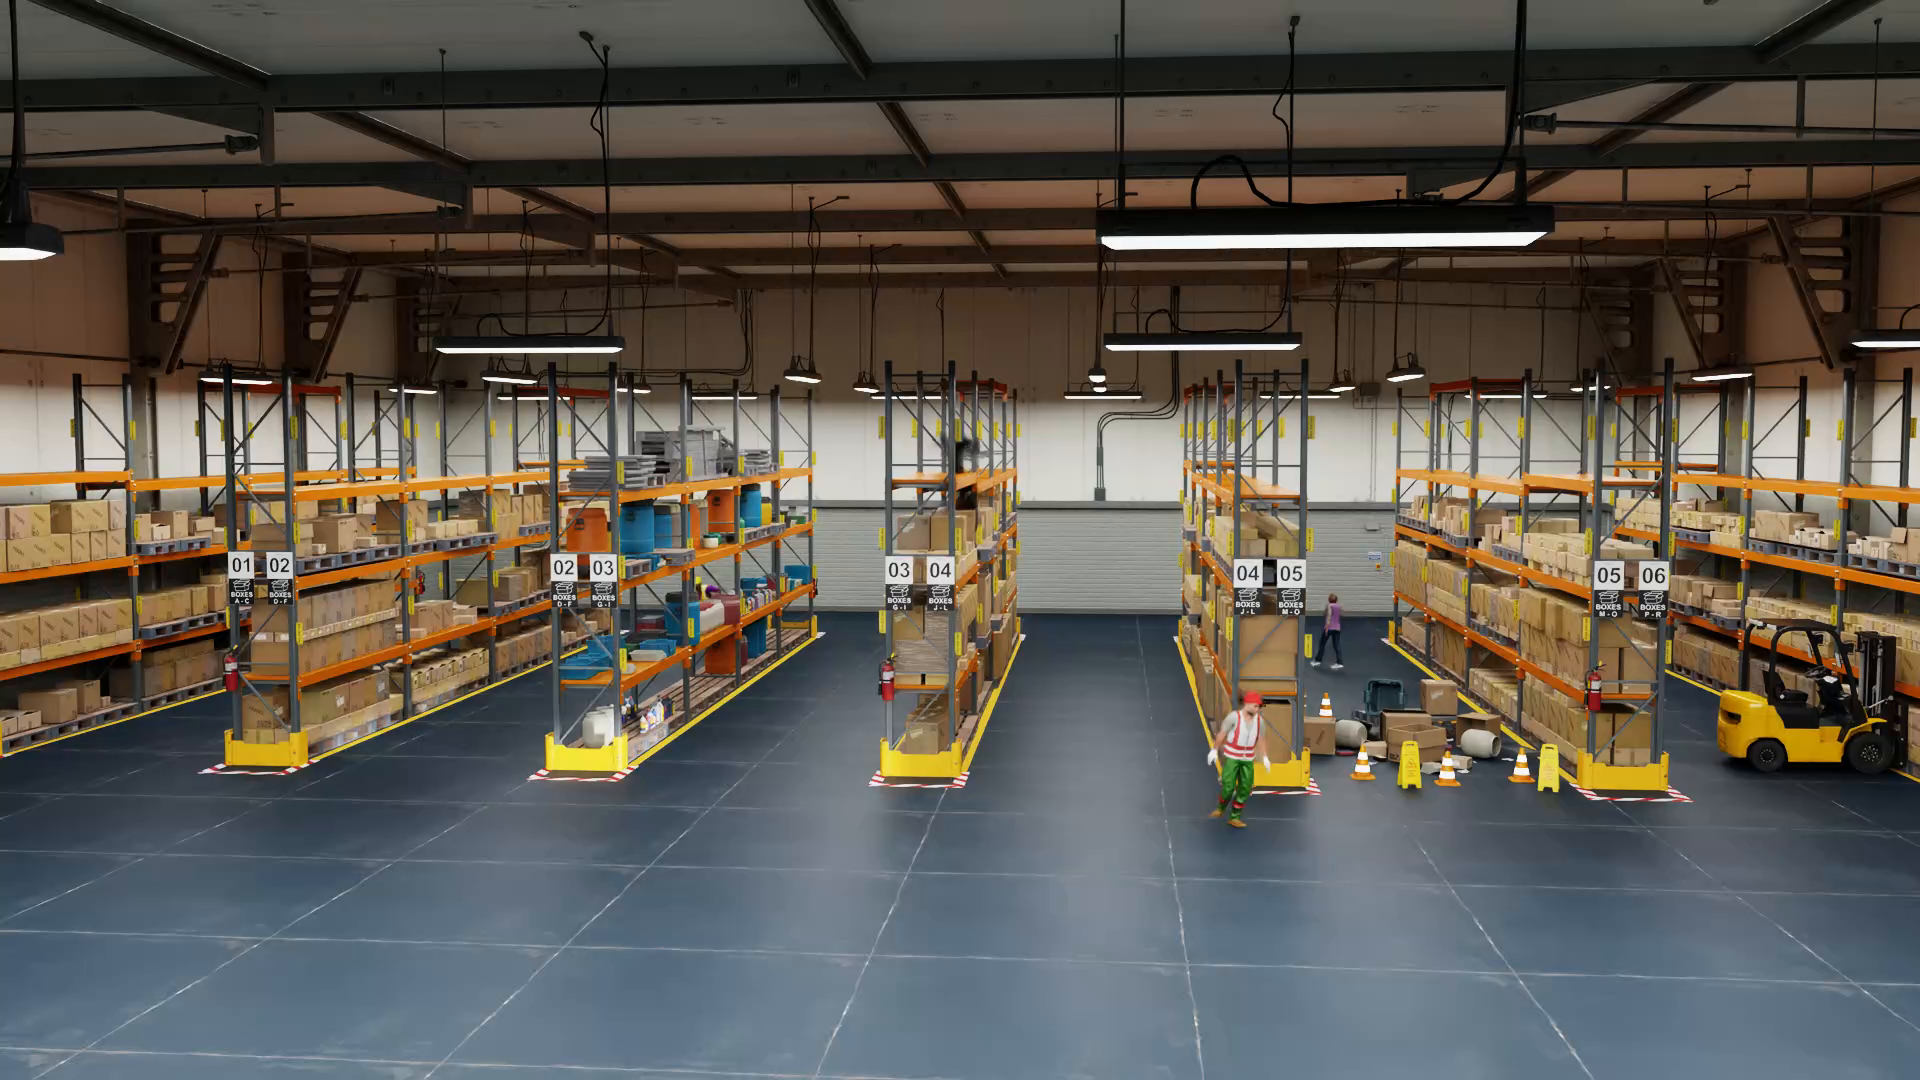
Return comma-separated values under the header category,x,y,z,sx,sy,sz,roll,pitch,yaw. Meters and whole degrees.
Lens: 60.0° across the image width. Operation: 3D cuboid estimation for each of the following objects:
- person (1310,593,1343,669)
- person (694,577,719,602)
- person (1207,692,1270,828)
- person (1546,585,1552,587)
category,x,y,z,sx,sy,sz,roll,pitch,yaw
person,7.775,1.896,34.908,0.497,1.529,0.900,-2,4,-27
person,-5.892,1.674,38.325,0.744,1.719,1.021,1,4,15
person,3.520,2.757,20.918,0.721,1.736,0.601,-1,4,-18
person,13.104,1.713,36.768,0.625,1.728,1.038,-2,4,-24
